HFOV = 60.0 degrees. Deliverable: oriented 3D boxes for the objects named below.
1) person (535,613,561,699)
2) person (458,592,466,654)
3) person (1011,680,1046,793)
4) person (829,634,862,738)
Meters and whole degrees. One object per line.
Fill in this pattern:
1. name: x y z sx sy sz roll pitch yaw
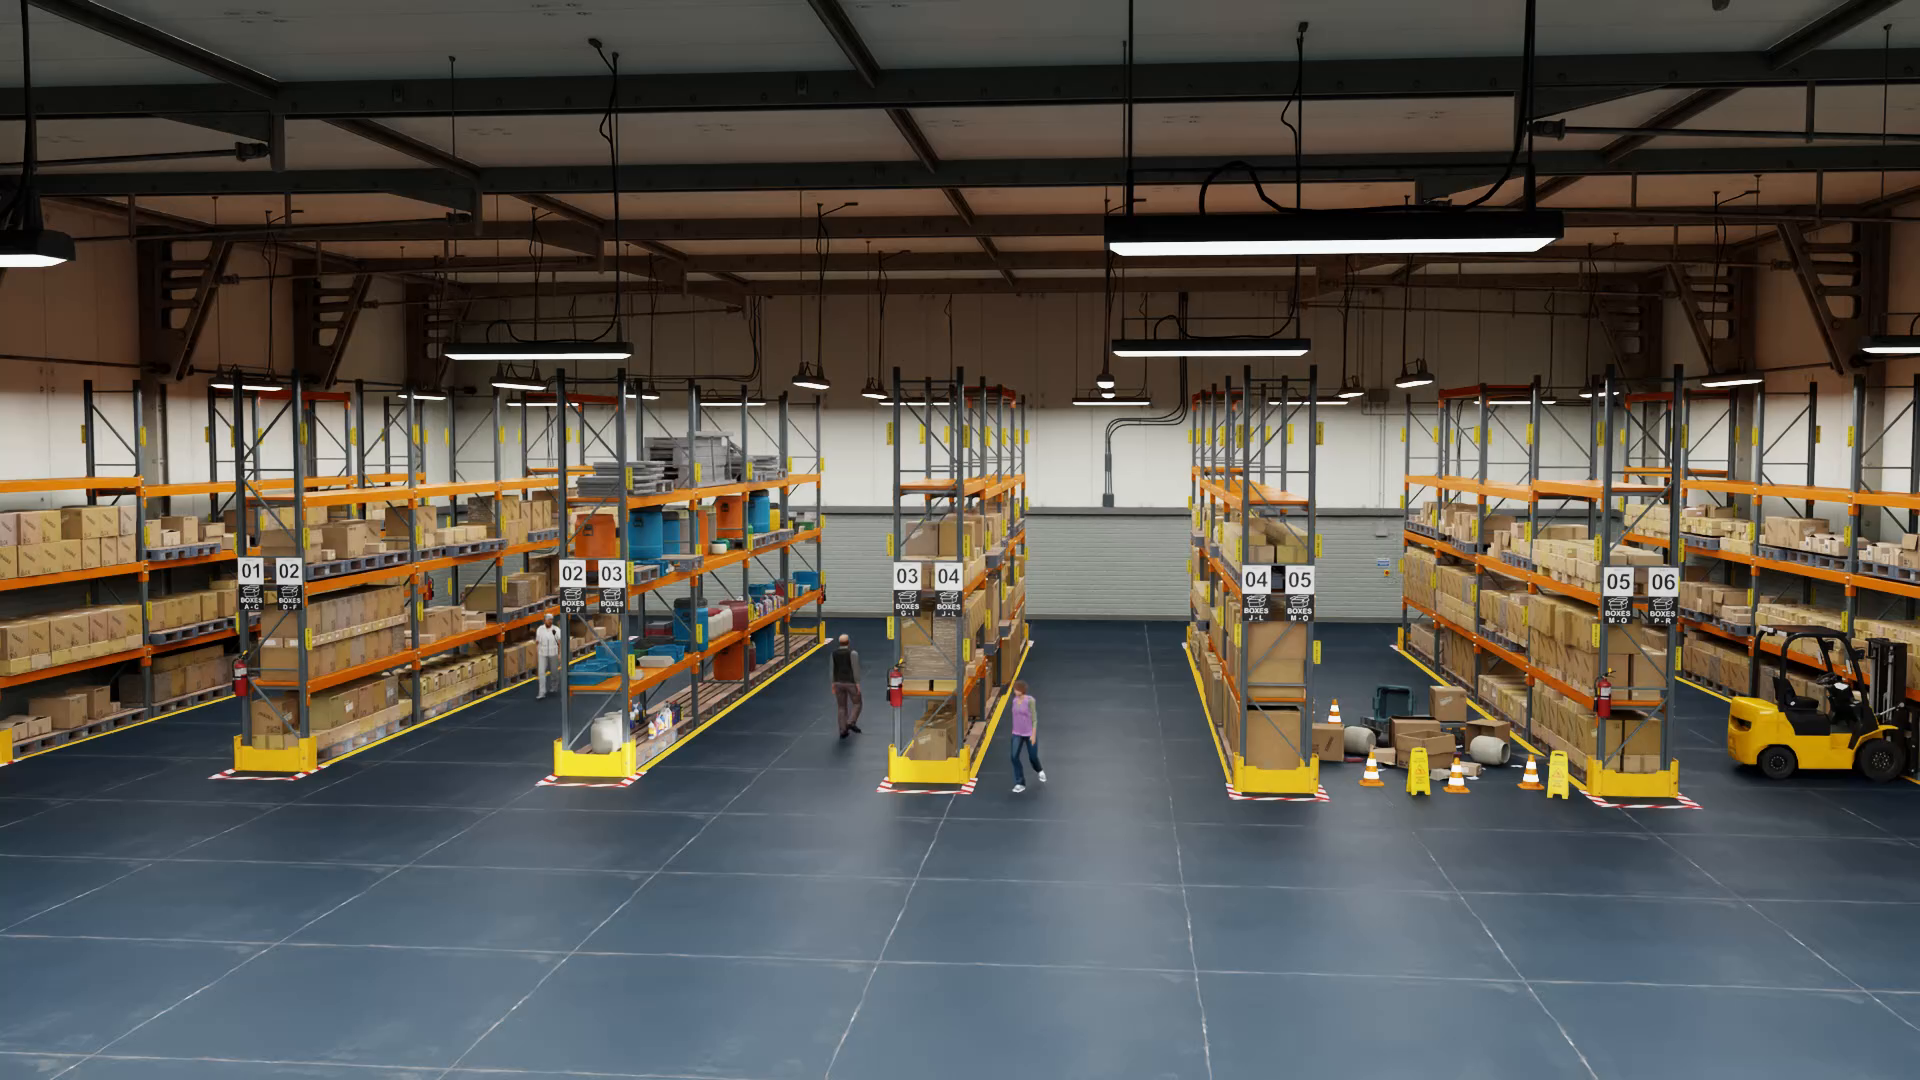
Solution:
1. person: -7.905 2.201 31.962 0.531 1.596 1.069 -1 4 -9
2. person: -11.007 1.920 36.934 0.459 1.524 0.972 0 4 4
3. person: 0.931 2.755 23.527 0.450 1.553 0.692 2 4 30
4. person: -1.909 2.418 27.680 0.578 1.711 0.478 1 4 14
